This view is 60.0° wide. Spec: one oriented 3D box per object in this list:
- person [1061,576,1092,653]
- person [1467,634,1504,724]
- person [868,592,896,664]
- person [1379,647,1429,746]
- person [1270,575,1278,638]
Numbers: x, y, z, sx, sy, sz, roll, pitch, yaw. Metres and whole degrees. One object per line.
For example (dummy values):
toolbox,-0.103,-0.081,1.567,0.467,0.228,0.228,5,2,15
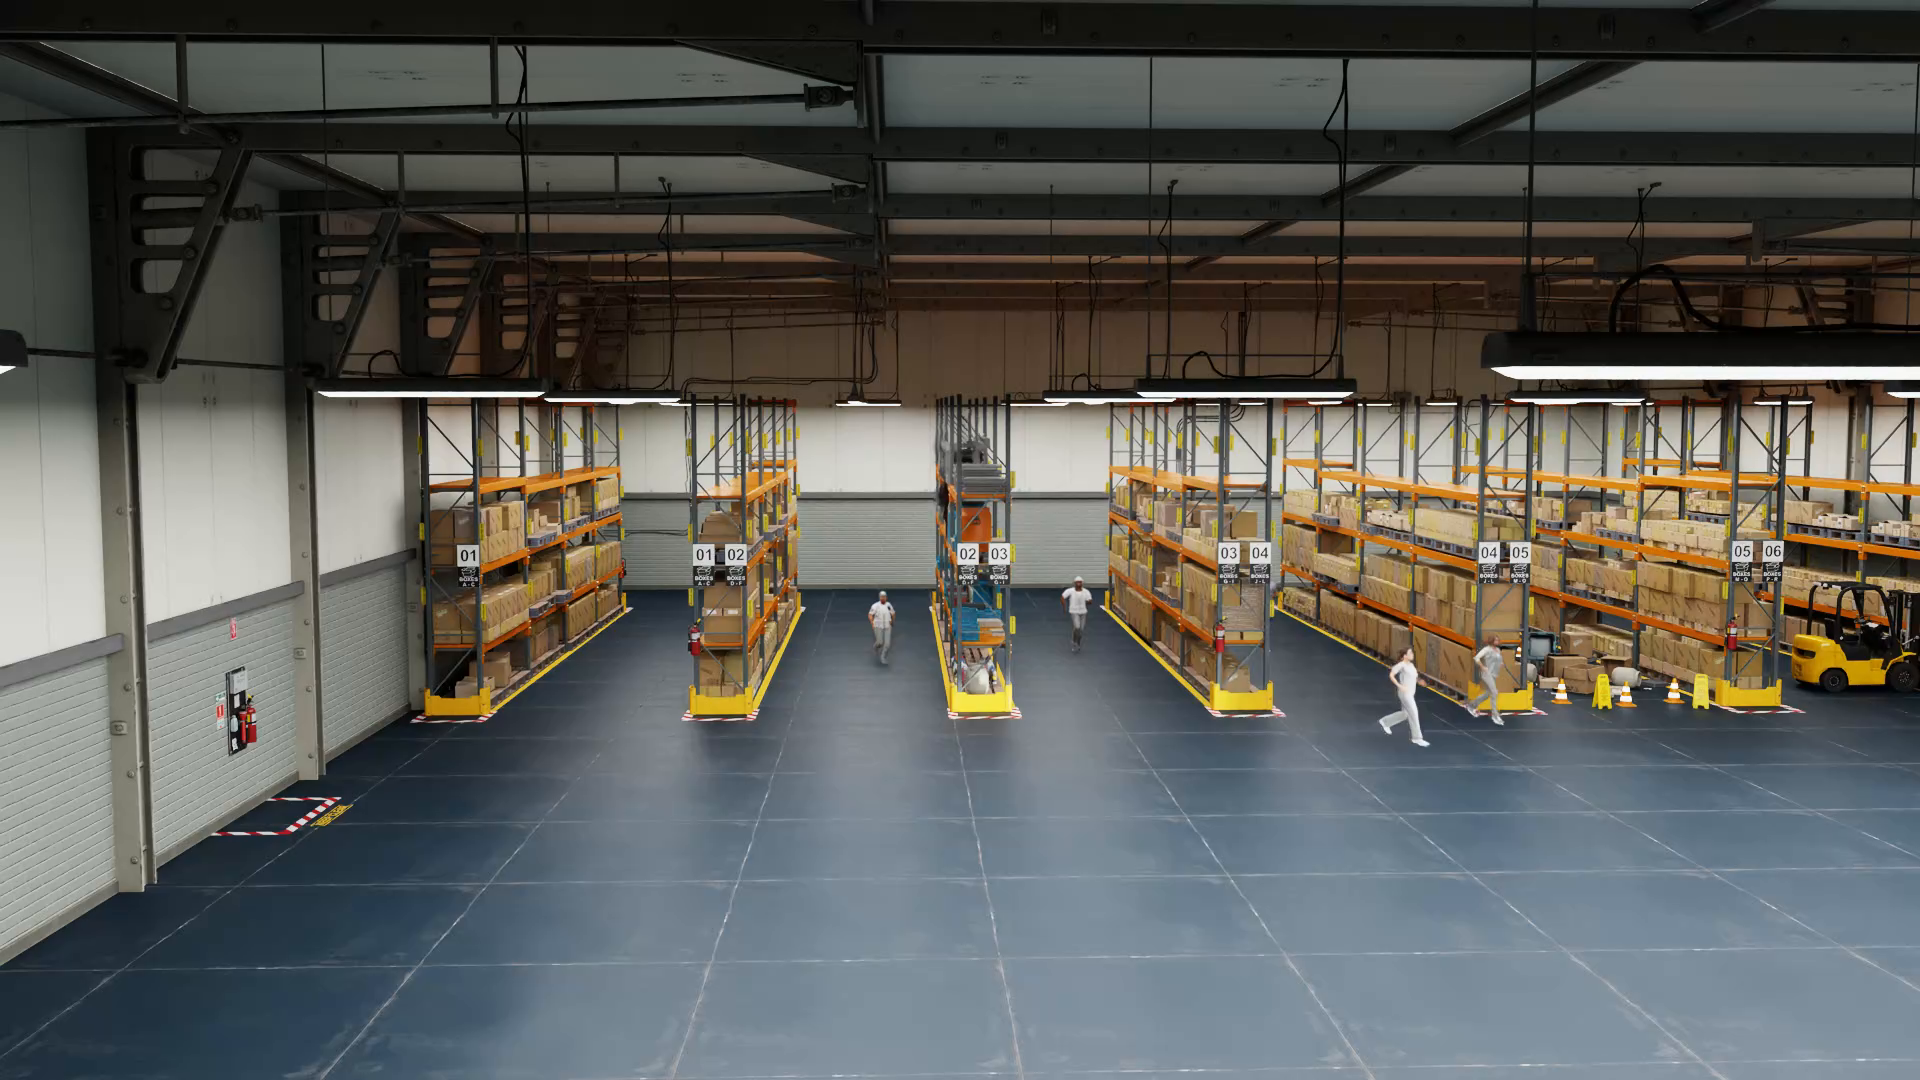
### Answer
person,2.791,1.756,39.286,0.671,1.801,0.728,-1,5,-16
person,9.732,2.527,30.558,0.628,1.597,0.778,-4,6,-45
person,-1.737,1.974,37.445,0.608,1.623,0.549,-1,5,-15
person,7.613,2.653,28.493,0.924,1.674,0.568,3,6,37
person,7.738,1.613,41.965,0.611,1.652,0.738,0,5,-6
